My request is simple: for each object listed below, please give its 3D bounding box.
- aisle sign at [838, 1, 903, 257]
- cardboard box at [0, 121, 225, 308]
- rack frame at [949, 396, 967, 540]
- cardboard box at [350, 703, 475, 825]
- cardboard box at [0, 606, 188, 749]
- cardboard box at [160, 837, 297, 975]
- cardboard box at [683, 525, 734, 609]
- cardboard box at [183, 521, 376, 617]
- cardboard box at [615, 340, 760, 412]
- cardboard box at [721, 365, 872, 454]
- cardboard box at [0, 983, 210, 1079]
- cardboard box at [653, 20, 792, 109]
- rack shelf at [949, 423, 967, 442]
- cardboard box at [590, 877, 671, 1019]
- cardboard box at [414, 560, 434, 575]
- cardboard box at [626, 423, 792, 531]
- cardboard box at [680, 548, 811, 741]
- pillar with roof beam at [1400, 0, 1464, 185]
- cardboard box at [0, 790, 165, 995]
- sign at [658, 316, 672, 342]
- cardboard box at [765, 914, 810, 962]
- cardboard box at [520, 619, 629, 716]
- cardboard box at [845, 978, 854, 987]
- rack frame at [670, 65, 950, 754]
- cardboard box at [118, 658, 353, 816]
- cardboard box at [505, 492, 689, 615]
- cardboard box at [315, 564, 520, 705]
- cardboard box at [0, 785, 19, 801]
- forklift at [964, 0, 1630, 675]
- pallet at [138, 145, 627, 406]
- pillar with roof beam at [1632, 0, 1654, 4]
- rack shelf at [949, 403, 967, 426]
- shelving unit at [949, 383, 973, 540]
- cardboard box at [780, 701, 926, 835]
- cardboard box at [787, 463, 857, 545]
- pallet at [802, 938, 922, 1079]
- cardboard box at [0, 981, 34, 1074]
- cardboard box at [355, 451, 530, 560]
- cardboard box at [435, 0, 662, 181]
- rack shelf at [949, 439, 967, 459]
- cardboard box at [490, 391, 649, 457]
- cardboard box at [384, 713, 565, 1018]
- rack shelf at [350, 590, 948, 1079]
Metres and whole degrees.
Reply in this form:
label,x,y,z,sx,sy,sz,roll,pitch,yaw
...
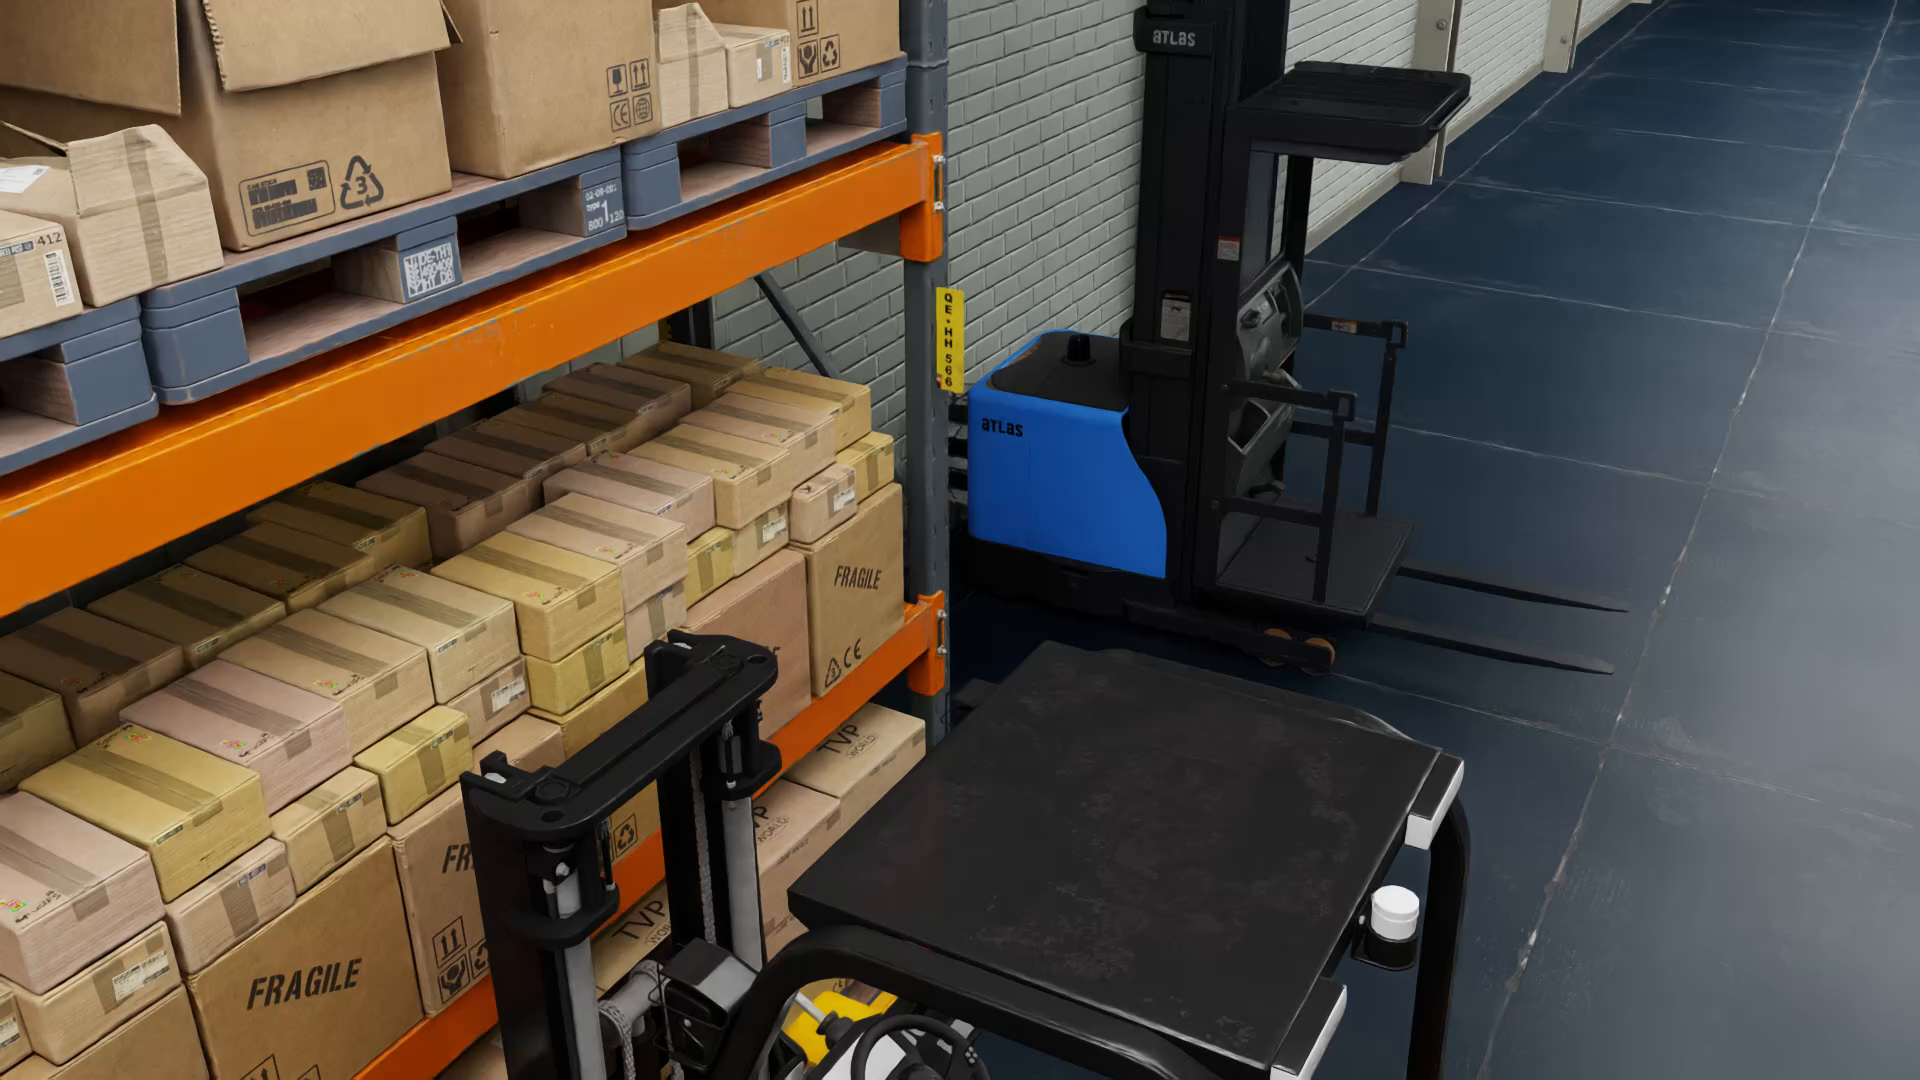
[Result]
label,x,y,z,sx,sy,sz,roll,pitch,yaw
aisle sign,-0.211,-1.231,4.953,0.394,0.787,0.004,14,30,26
cardboard box,-1.472,-0.574,2.763,0.396,0.266,0.258,13,30,25
rack frame,-0.019,-0.358,8.446,0.240,0.900,0.006,11,28,26
cardboard box,-1.302,0.452,3.659,0.380,0.149,0.250,14,30,25
cardboard box,-1.914,0.301,3.629,0.380,0.149,0.250,14,30,26
cardboard box,-1.534,0.660,3.244,0.380,0.149,0.250,14,30,26
cardboard box,-0.838,0.043,4.477,0.380,0.149,0.250,14,30,26
cardboard box,-1.636,0.105,4.020,0.380,0.149,0.250,14,30,26
cardboard box,-0.850,-0.491,5.211,0.380,0.149,0.250,14,30,25
cardboard box,-0.491,-0.389,5.007,0.380,0.149,0.250,14,30,26
cardboard box,-1.779,1.085,3.120,0.500,0.500,0.500,15,30,27
cardboard box,-0.642,-1.179,4.103,0.380,0.149,0.250,13,30,25
rack shelf,0.024,-0.530,8.464,0.258,0.077,0.200,11,28,26
cardboard box,-0.939,1.135,4.618,0.500,0.250,0.500,15,30,27
cardboard box,-1.586,0.119,4.326,0.380,0.149,0.250,15,30,28
cardboard box,-0.691,-0.178,4.586,0.380,0.149,0.250,15,30,27
cardboard box,-0.775,0.298,4.692,0.500,0.500,0.500,15,30,28
pillar with roof beam,8.026,-6.446,11.573,9.100,9.000,0.400,14,30,26
cardboard box,-1.667,0.624,2.984,0.380,0.149,0.250,15,30,27
sign,-0.979,-0.654,5.650,0.100,0.325,0.005,14,30,26
cardboard box,-0.722,1.163,5.120,0.500,0.250,0.500,14,30,26
cardboard box,-1.035,0.260,4.043,0.380,0.149,0.250,14,30,26
cardboard box,-0.455,1.187,5.630,0.500,0.250,0.500,14,30,26
rack frame,-0.499,-0.107,5.613,1.000,3.000,0.127,14,30,26
cardboard box,-1.486,0.406,3.420,0.380,0.149,0.250,14,30,26
cardboard box,-0.909,0.029,4.173,0.380,0.149,0.250,15,30,27
cardboard box,-1.241,0.210,3.811,0.380,0.149,0.250,15,30,27
cardboard box,-2.004,0.543,3.478,0.380,0.149,0.250,15,30,28
forklift,1.576,-0.970,7.413,3.031,2.935,1.130,12,29,23
pallet,-1.468,-0.662,3.469,1.003,0.211,1.213,14,30,26
pillar with roof beam,13.929,-11.122,20.916,9.100,9.000,0.400,14,30,26
rack shelf,0.022,-0.612,8.426,0.258,0.077,0.200,11,28,26
shelving unit,0.029,-0.398,8.527,0.258,0.900,0.210,11,28,26
cardboard box,-0.454,0.736,5.415,0.500,0.250,0.500,15,30,28
cardboard box,-0.525,-0.139,4.840,0.380,0.149,0.250,15,30,27
pallet,-0.838,1.447,5.623,1.003,0.211,1.213,14,30,26
cardboard box,-1.851,0.842,2.881,0.380,0.149,0.250,14,30,26
cardboard box,-1.368,-0.089,4.408,0.380,0.149,0.250,15,30,28
cardboard box,-1.095,-1.122,3.598,0.700,0.500,0.500,14,30,26
rack shelf,0.027,-0.449,8.502,0.258,0.077,0.200,11,28,26
cardboard box,-1.125,-0.290,4.811,0.380,0.149,0.250,15,30,27
cardboard box,-1.265,0.696,3.897,0.500,0.500,0.500,14,30,26
rack shelf,-1.482,0.994,4.217,1.077,0.370,4.000,14,30,26
